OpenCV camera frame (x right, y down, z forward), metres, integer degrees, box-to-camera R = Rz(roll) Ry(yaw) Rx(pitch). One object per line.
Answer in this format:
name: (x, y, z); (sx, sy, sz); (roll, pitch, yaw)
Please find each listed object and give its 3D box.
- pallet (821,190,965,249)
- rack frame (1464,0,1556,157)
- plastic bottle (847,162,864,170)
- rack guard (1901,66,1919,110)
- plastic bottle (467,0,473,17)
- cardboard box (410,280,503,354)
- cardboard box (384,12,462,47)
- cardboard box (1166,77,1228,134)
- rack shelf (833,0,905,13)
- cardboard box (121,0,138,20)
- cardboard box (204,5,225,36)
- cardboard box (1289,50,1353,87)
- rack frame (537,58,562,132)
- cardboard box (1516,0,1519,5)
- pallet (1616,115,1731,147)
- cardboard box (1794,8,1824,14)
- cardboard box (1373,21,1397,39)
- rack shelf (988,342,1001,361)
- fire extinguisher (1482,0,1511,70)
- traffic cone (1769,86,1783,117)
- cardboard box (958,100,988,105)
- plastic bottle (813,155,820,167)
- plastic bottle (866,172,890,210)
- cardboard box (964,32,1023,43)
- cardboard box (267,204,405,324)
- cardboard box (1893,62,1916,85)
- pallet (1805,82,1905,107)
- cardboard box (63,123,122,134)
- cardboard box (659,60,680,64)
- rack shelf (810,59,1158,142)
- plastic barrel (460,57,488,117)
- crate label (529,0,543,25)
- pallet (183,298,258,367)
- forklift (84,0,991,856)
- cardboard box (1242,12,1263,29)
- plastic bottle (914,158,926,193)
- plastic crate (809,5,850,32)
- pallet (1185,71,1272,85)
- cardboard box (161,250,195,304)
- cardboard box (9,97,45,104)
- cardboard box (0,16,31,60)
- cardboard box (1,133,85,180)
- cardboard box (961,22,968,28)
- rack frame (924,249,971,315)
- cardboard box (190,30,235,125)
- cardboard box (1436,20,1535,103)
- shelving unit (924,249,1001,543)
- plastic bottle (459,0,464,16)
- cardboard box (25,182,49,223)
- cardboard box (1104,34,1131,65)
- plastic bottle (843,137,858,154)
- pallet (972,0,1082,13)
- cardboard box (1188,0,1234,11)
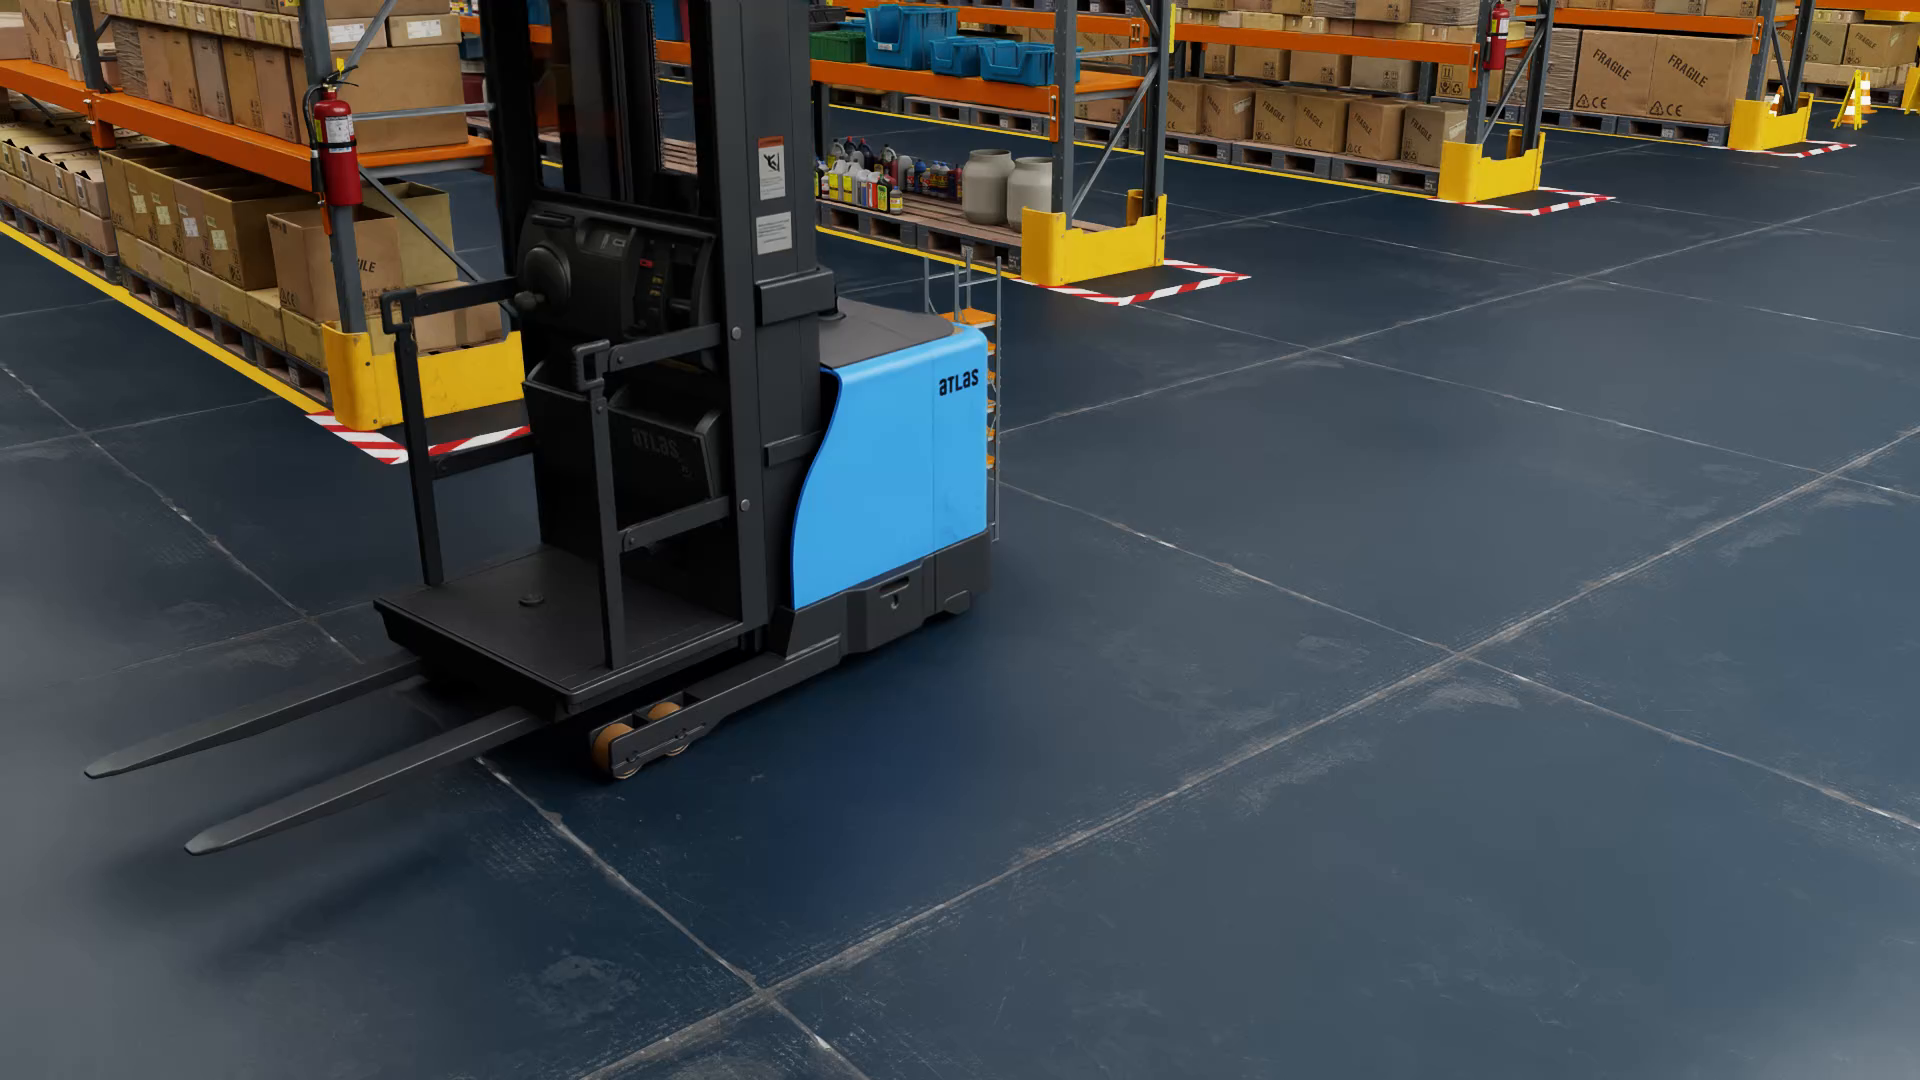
pallet: (-0.363, -2.581, 13.284); (1.003, 0.211, 1.213); (-17, 27, -37)
rack frame: (4.793, -4.486, 14.324); (1.000, 3.000, 0.127); (-17, 27, -37)
plastic bottle: (-0.861, -2.899, 13.405); (0.152, 0.276, 0.135); (-17, 27, -37)
rack guard: (12.251, -5.702, 20.857); (1.175, 0.500, 0.348); (-17, 27, -37)
plastic bottle: (-5.108, -5.621, 17.399); (0.097, 0.271, 0.097); (0, 21, 0)
cardboard box: (-2.896, -1.245, 9.244); (0.500, 0.250, 0.500); (-17, 27, -37)
cardboard box: (-2.807, -2.637, 8.577); (0.380, 0.149, 0.250); (-18, 27, -38)
cardboard box: (2.413, -4.502, 17.218); (0.500, 0.500, 0.500); (-18, 28, -39)
rack shelf: (-1.734, -6.914, 21.509); (1.077, 0.370, 4.000); (-17, 27, -37)
cardboard box: (-4.963, -3.322, 10.325); (0.380, 0.149, 0.250); (-18, 28, -39)
cardboard box: (-3.954, -2.895, 9.235); (0.380, 0.149, 0.250); (-17, 27, -36)
cardboard box: (4.905, -6.309, 21.488); (1.050, 0.750, 0.750); (-17, 27, -37)
rack frame: (-4.181, -5.517, 16.957); (1.000, 3.000, 0.127); (-17, 27, -37)
cardboard box: (6.632, -6.568, 19.434); (0.875, 0.550, 0.550); (-17, 27, -37)
pallet: (8.035, -4.542, 18.292); (1.003, 0.211, 1.213); (-17, 27, -37)
cardboard box: (10.957, -6.799, 21.508); (0.380, 0.149, 0.250); (-16, 27, -35)
cardboard box: (3.934, -4.597, 14.953); (0.380, 0.149, 0.250); (-17, 27, -37)
rack shelf: (0.009, -0.737, 6.684); (0.258, 0.103, 0.180); (-17, 27, -37)
fire extinguisher: (4.519, -4.308, 13.977); (0.296, 0.674, 0.183); (-17, 27, -37)
traffic cone: (9.346, -4.942, 18.968); (0.336, 0.463, 0.334); (-17, 27, -37)
cardboard box: (0.395, -5.406, 19.499); (0.500, 0.500, 0.700); (20, 29, 41)
plastic bottle: (-1.234, -3.009, 13.583); (0.144, 0.351, 0.185); (-19, 28, -40)
plastic bottle: (-0.634, -2.723, 12.953); (0.152, 0.276, 0.135); (-17, 27, -37)
cardboard box: (0.385, -5.764, 19.384); (0.500, 0.250, 0.500); (-14, 25, -32)
cardboard box: (-3.290, -1.470, 8.791); (0.500, 0.500, 0.500); (-17, 27, -37)
cardboard box: (11.984, -6.049, 21.509); (0.500, 0.250, 0.500); (-18, 28, -38)
pallet: (11.748, -5.800, 21.504); (1.003, 0.211, 1.213); (-17, 27, -37)
cardboard box: (-7.063, -3.287, 13.689); (0.500, 0.311, 0.500); (-18, 28, -38)
cardboard box: (-3.998, -7.457, 24.249); (0.875, 0.875, 0.875); (-17, 27, -37)
rack shelf: (-0.265, -3.524, 12.855); (1.077, 0.370, 4.000); (-17, 27, -37)
plastic barrel: (-5.251, -5.033, 18.451); (0.600, 0.588, 0.708); (-17, 27, -37)
crate label: (-4.190, -5.233, 16.462); (0.303, 0.233, 0.416); (-17, 27, -37)
pallet: (-4.037, -1.368, 10.188); (1.003, 0.211, 1.213); (-17, 27, -37)
forklift: (-1.234, -0.839, 5.107); (1.130, 2.935, 3.031); (18, 27, 38)
cardboard box: (2.929, -5.003, 15.990); (0.380, 0.149, 0.250); (-17, 27, -37)
plastic bottle: (-0.328, -2.995, 13.654); (0.097, 0.271, 0.097); (0, 21, 0)
plastic crate: (-1.325, -4.208, 13.700); (0.767, 0.338, 0.504); (-17, 27, -37)
pallet: (3.852, -6.315, 22.817); (1.003, 0.211, 1.213); (-17, 27, -37)
cardboard box: (-4.607, -1.670, 10.329); (0.500, 0.250, 0.500); (-17, 27, -37)
cardboard box: (-8.686, -3.857, 15.542); (0.500, 0.500, 0.500); (-18, 28, -38)
cardboard box: (-7.499, -4.004, 13.216); (0.500, 0.311, 0.500); (-18, 28, -38)
cardboard box: (-7.136, -3.016, 12.997); (0.500, 0.311, 0.500); (-18, 28, -39)
cardboard box: (0.157, -8.197, 26.316); (0.380, 0.149, 0.250); (-17, 27, -37)
rack frame: (-0.050, -0.580, 6.820); (0.240, 1.200, 0.006); (-17, 27, -37)
cardboard box: (-4.022, -2.734, 9.715); (0.700, 0.500, 0.500); (-16, 27, -36)
cardboard box: (6.363, -5.760, 19.914); (0.875, 0.875, 0.875); (-17, 27, -37)
shelving unit: (0.009, -0.555, 6.755); (0.258, 1.200, 0.189); (-17, 27, -37)
plastic bottle: (-5.235, -5.675, 17.536); (0.097, 0.271, 0.097); (0, 21, 0)
cardboard box: (-6.810, -2.617, 12.747); (0.500, 0.250, 0.500); (-17, 27, -36)
cardboard box: (2.431, -7.144, 23.963); (0.500, 0.500, 0.500); (-16, 27, -35)
plastic bottle: (-0.931, -3.274, 14.259); (0.144, 0.351, 0.185); (-18, 28, -39)
pallet: (0.894, -6.070, 18.631); (1.003, 0.211, 1.213); (-17, 27, -37)
cardboard box: (2.729, -5.490, 16.344); (0.875, 0.500, 0.500); (-17, 27, -37)
